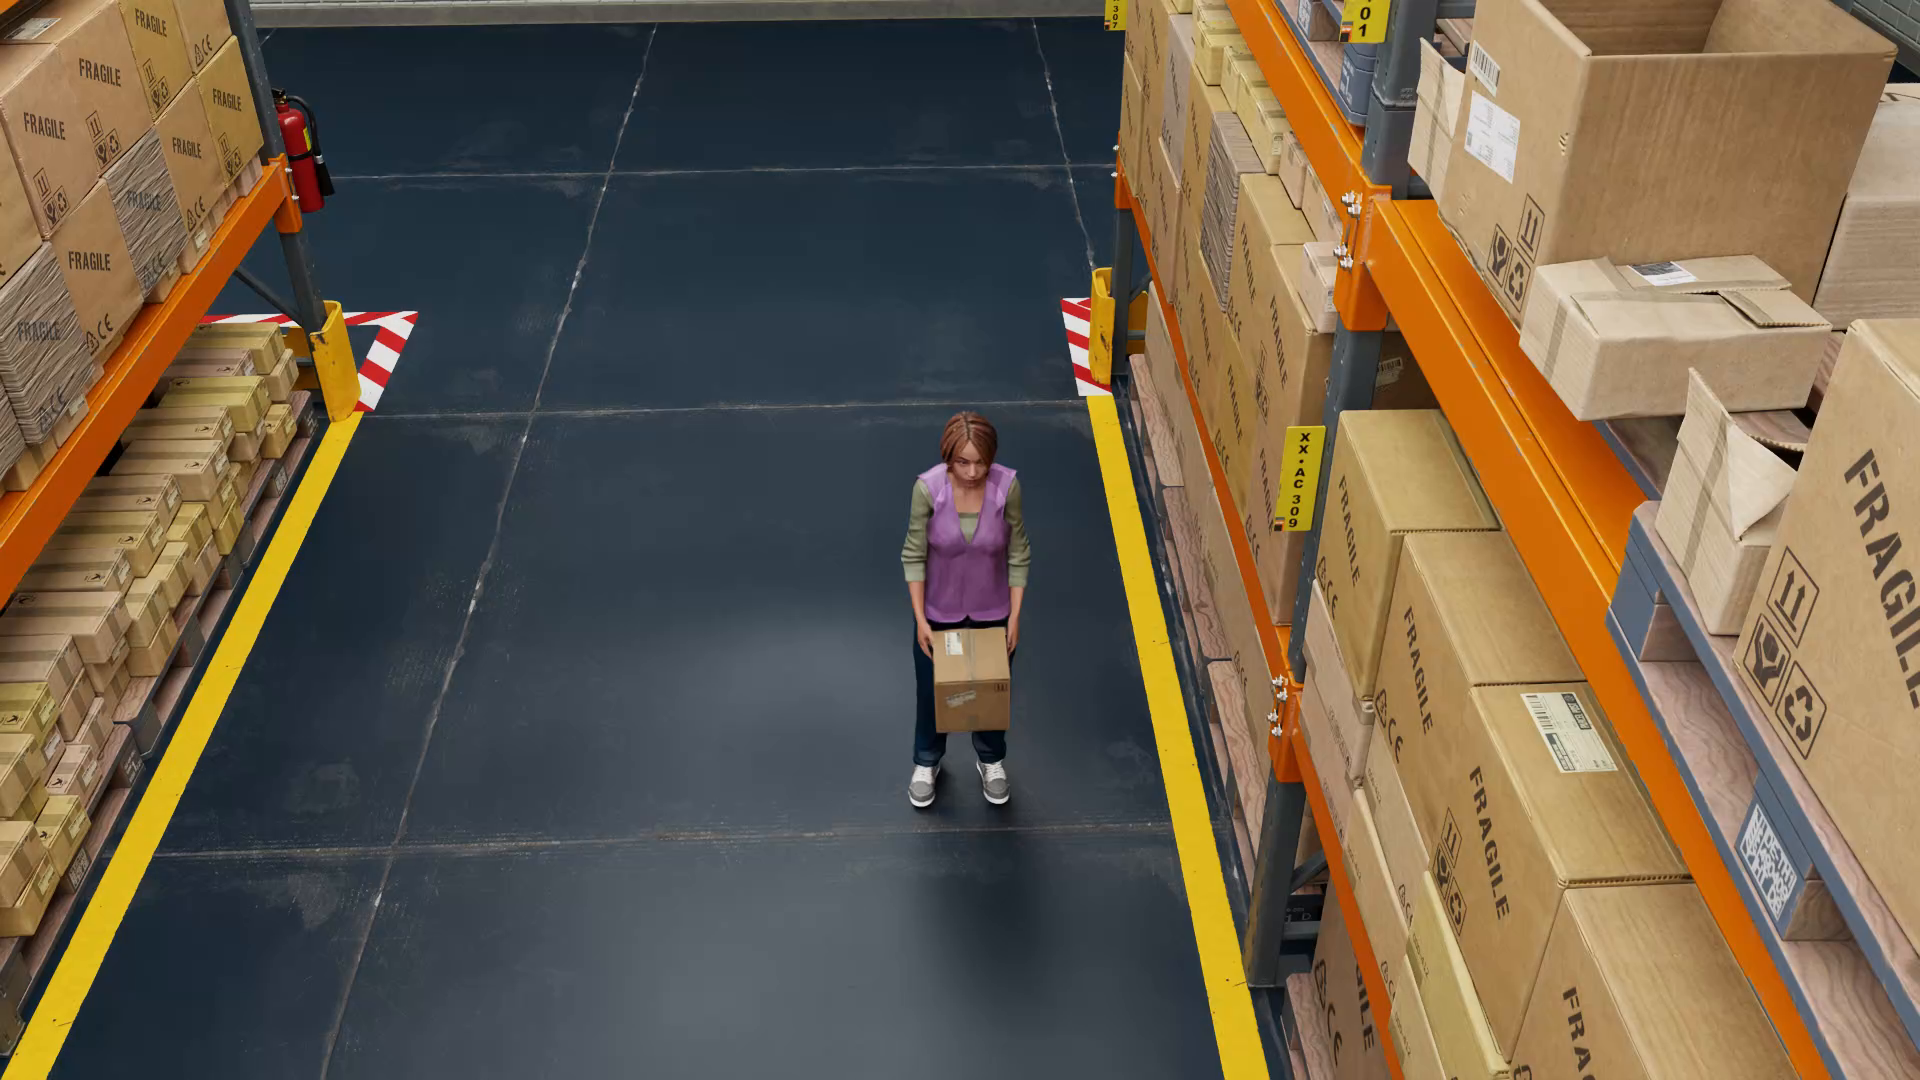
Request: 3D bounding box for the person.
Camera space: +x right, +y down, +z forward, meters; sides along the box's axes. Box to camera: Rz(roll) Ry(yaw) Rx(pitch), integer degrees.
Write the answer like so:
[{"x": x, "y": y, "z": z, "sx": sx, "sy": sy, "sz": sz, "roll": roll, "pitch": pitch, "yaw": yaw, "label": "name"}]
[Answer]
[{"x": 0.022, "y": 0.257, "z": 5.791, "sx": 0.445, "sy": 1.602, "sz": 0.371, "roll": -2, "pitch": 36, "yaw": -3, "label": "person"}]
